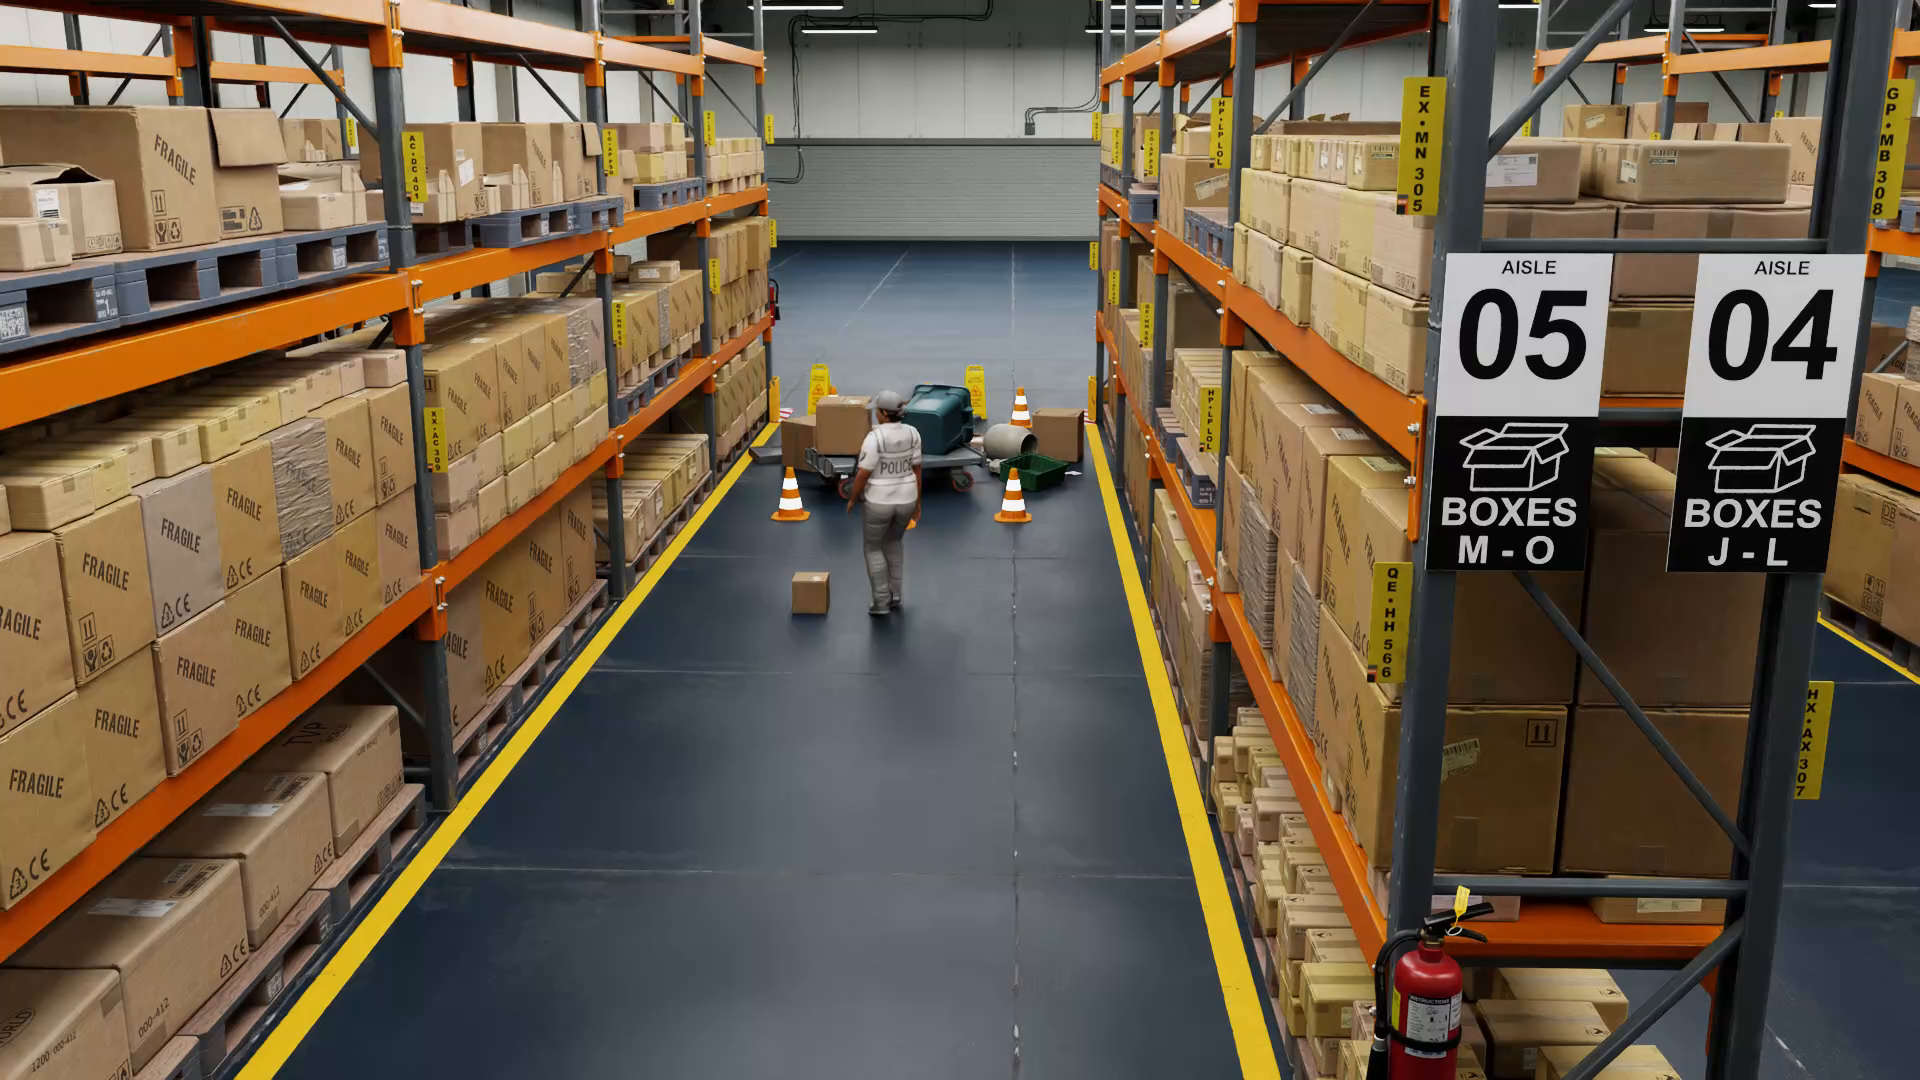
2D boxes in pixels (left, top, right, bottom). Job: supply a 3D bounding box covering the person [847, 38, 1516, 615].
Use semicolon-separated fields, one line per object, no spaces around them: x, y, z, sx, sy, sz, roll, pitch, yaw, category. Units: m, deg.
6.961;-7.519;32.238;37.408;6.047;26.789;-10;17;-34;person
